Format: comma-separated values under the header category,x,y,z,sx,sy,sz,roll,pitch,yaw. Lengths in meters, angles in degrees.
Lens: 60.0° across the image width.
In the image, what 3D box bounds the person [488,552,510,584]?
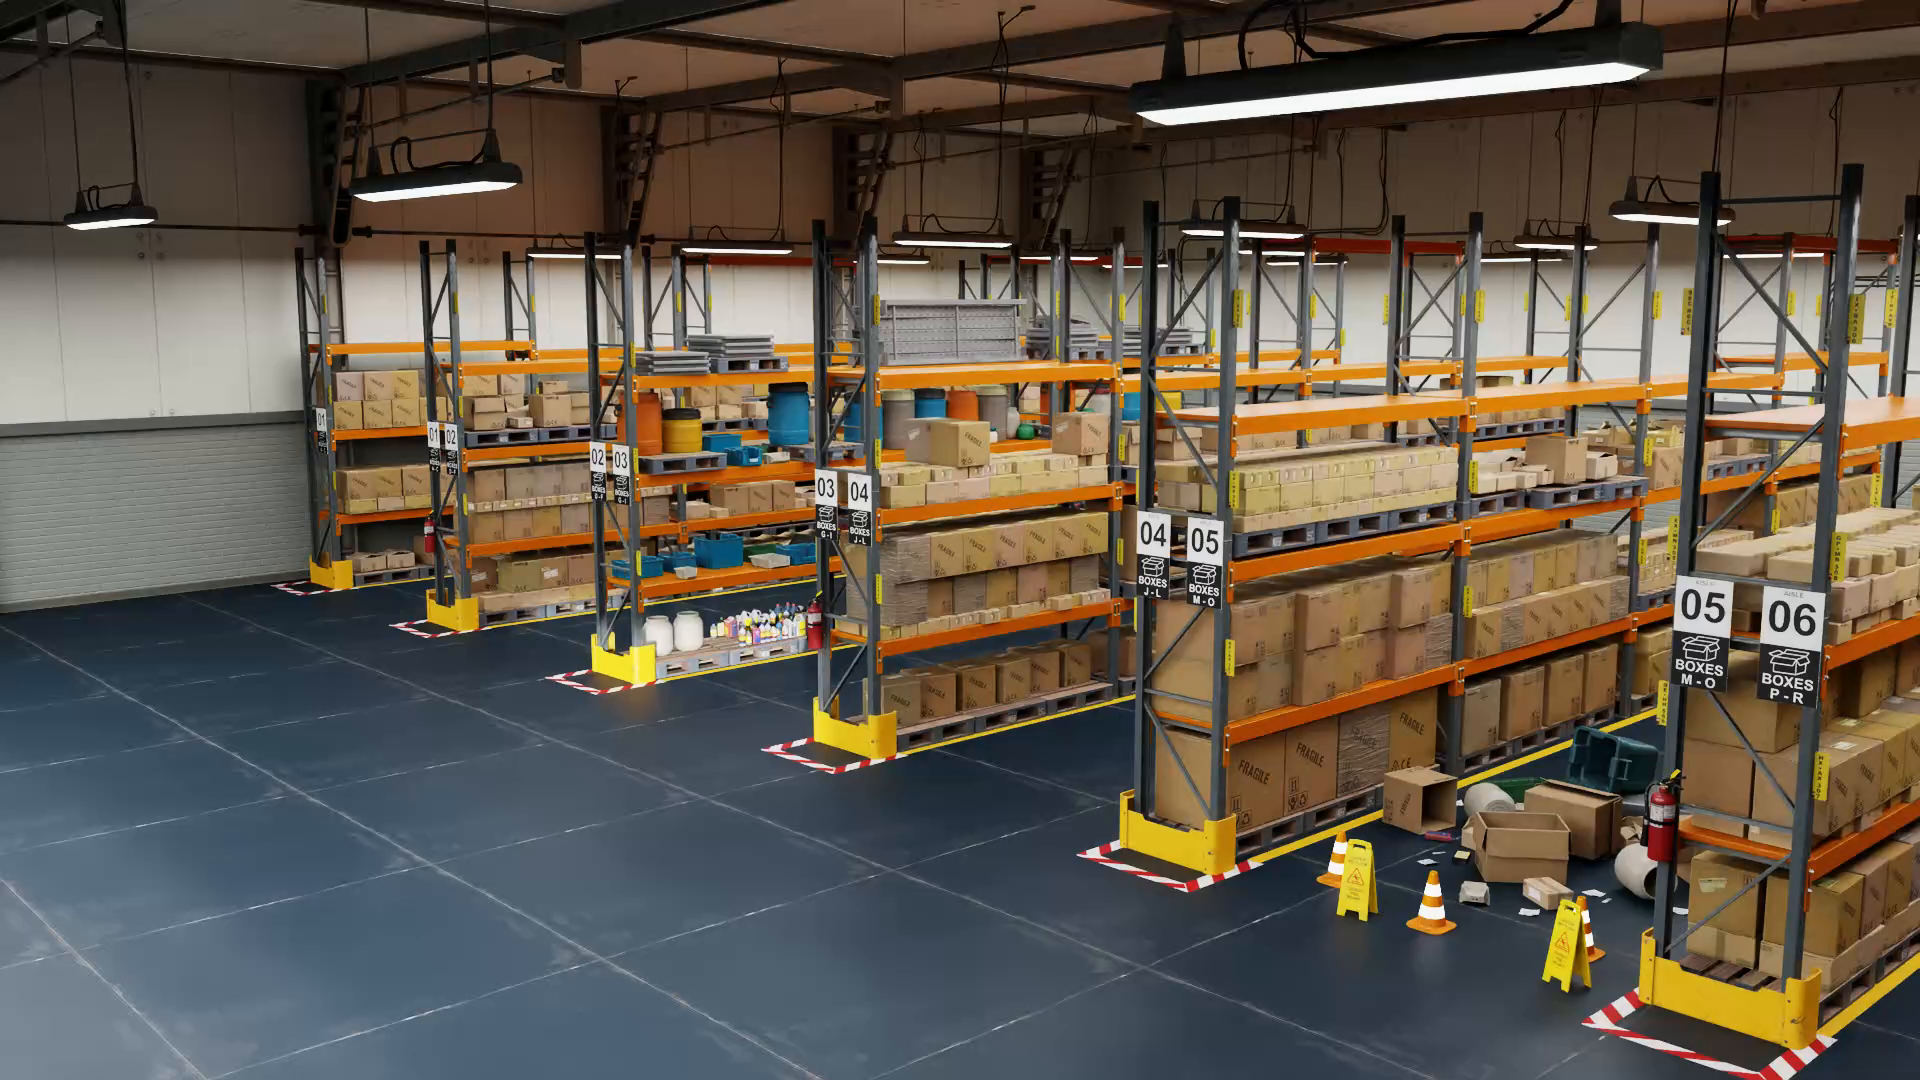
category,x,y,z,sx,sy,sz,roll,pitch,yaw
person,-7.806,0.205,28.392,0.774,1.697,0.677,-8,12,-44
